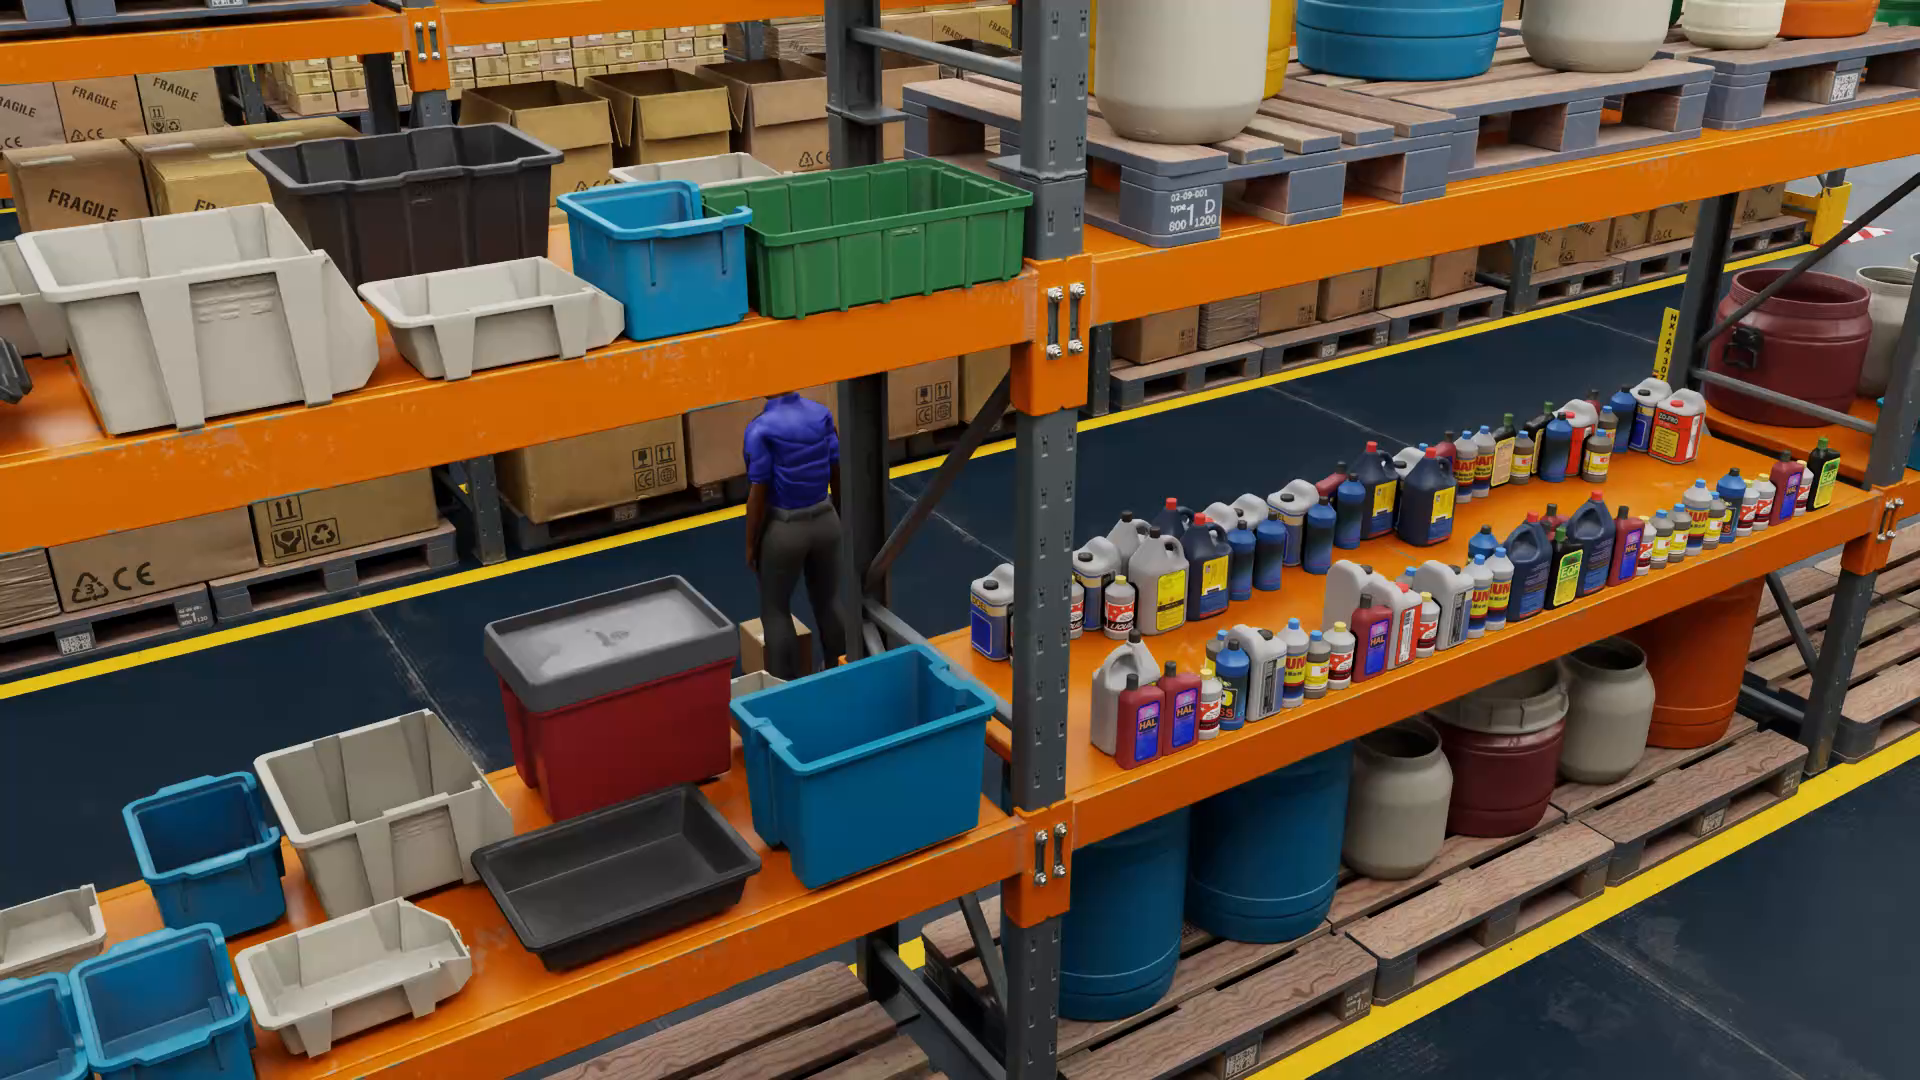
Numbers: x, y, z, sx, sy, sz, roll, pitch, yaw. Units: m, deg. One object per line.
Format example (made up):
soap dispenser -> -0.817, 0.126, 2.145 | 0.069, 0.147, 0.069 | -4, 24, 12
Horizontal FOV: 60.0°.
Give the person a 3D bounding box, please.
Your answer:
person -> -0.706, -0.040, 7.201 | 0.518, 1.653, 0.349 | -17, 30, -32
